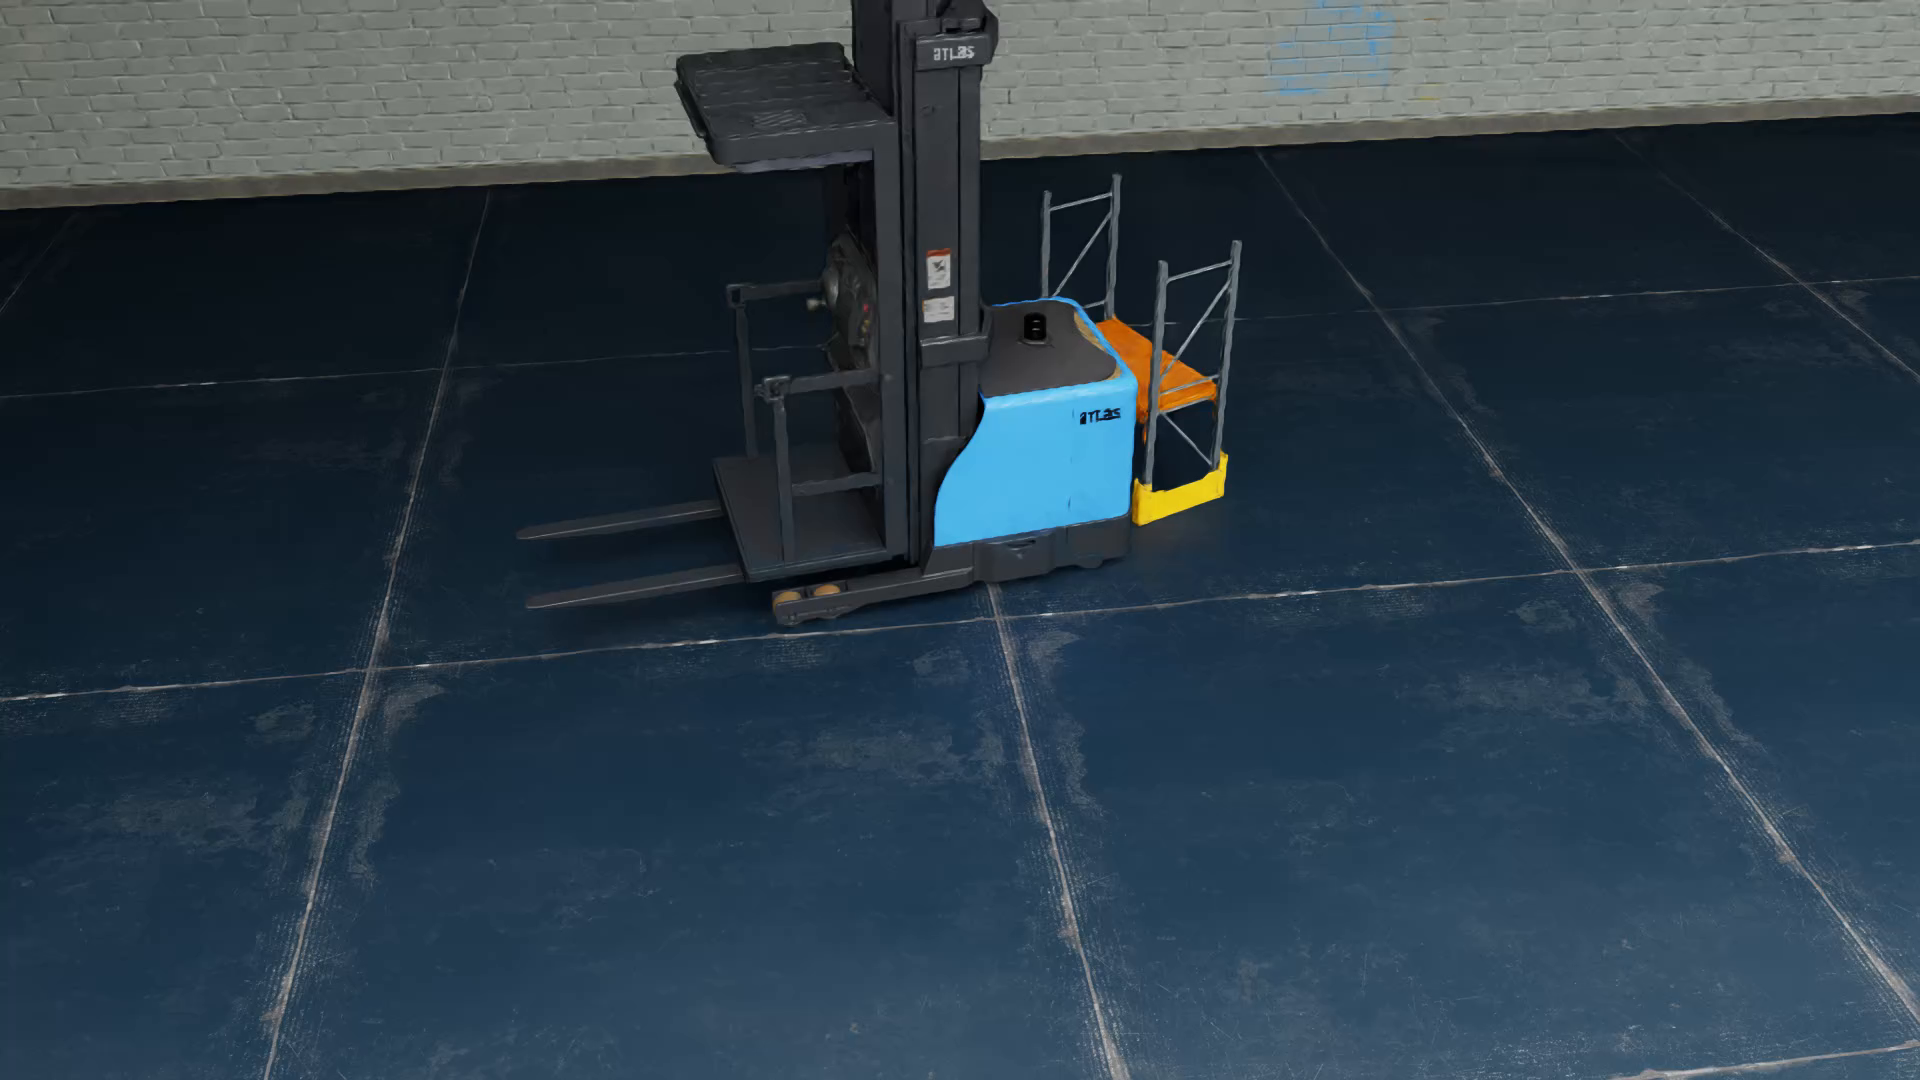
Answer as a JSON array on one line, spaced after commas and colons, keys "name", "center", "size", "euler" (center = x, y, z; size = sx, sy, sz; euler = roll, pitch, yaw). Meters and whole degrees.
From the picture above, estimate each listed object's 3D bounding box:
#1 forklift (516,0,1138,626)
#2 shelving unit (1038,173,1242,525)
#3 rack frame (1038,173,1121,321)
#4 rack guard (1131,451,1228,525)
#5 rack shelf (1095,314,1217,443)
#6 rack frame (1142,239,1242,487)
[{"name": "forklift", "center": [-0.701, -1.124, 7.797], "size": [3.031, 2.935, 1.130], "euler": [-9, 35, -13]}, {"name": "shelving unit", "center": [0.921, -1.038, 8.941], "size": [0.587, 1.500, 1.083], "euler": [-19, 39, -26]}, {"name": "rack frame", "center": [0.652, -1.286, 9.306], "size": [0.500, 1.500, 0.032], "euler": [-19, 39, -26]}, {"name": "rack guard", "center": [1.181, -0.282, 8.942], "size": [0.587, 0.250, 0.087], "euler": [-19, 39, -26]}, {"name": "rack shelf", "center": [0.917, -0.893, 9.049], "size": [0.538, 0.185, 1.000], "euler": [-19, 39, -26]}, {"name": "rack frame", "center": [1.182, -0.798, 8.589], "size": [0.500, 1.500, 0.032], "euler": [-19, 39, -26]}]
